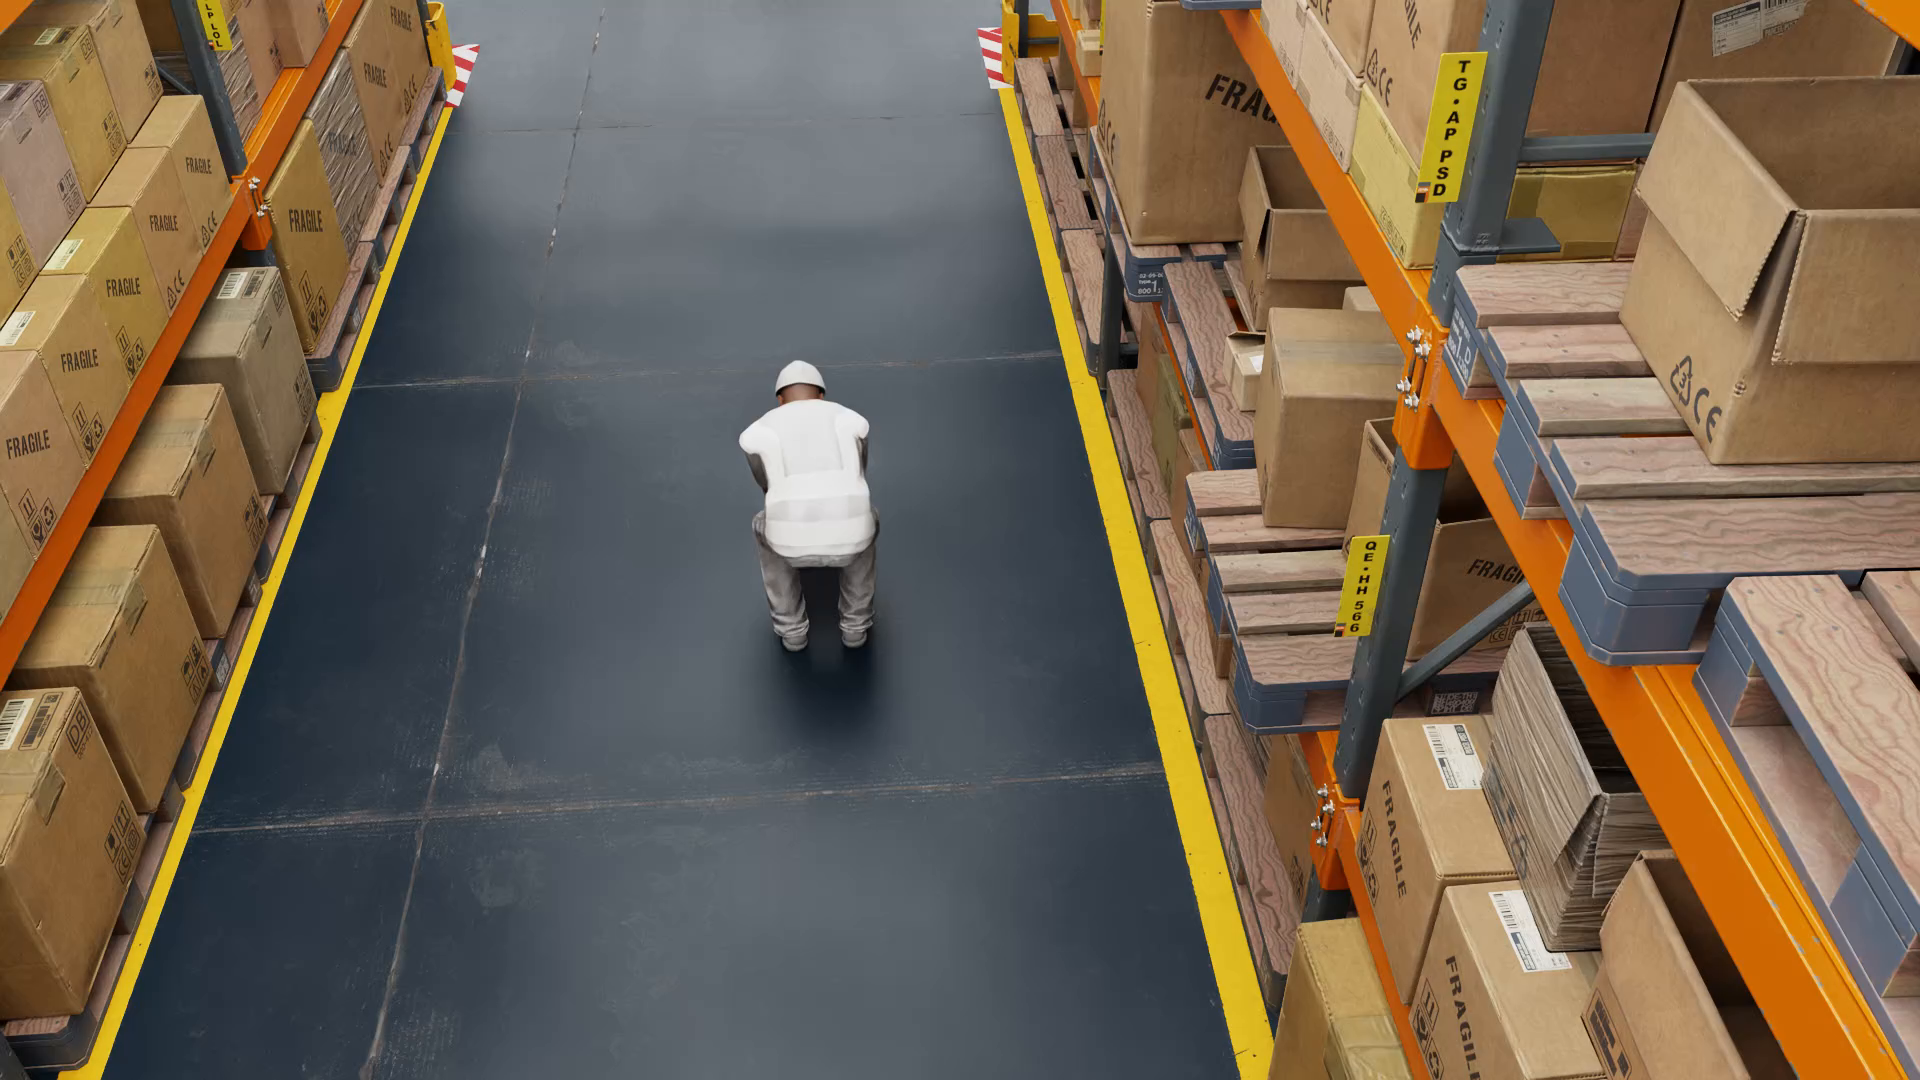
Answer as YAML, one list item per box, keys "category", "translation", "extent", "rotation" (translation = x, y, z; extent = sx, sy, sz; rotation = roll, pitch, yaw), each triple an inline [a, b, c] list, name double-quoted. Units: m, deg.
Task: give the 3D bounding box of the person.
- category: "person"
  translation: [-0.613, -0.105, 6.901]
  extent: [0.547, 0.993, 0.966]
  rotation: [-5, 39, -6]
